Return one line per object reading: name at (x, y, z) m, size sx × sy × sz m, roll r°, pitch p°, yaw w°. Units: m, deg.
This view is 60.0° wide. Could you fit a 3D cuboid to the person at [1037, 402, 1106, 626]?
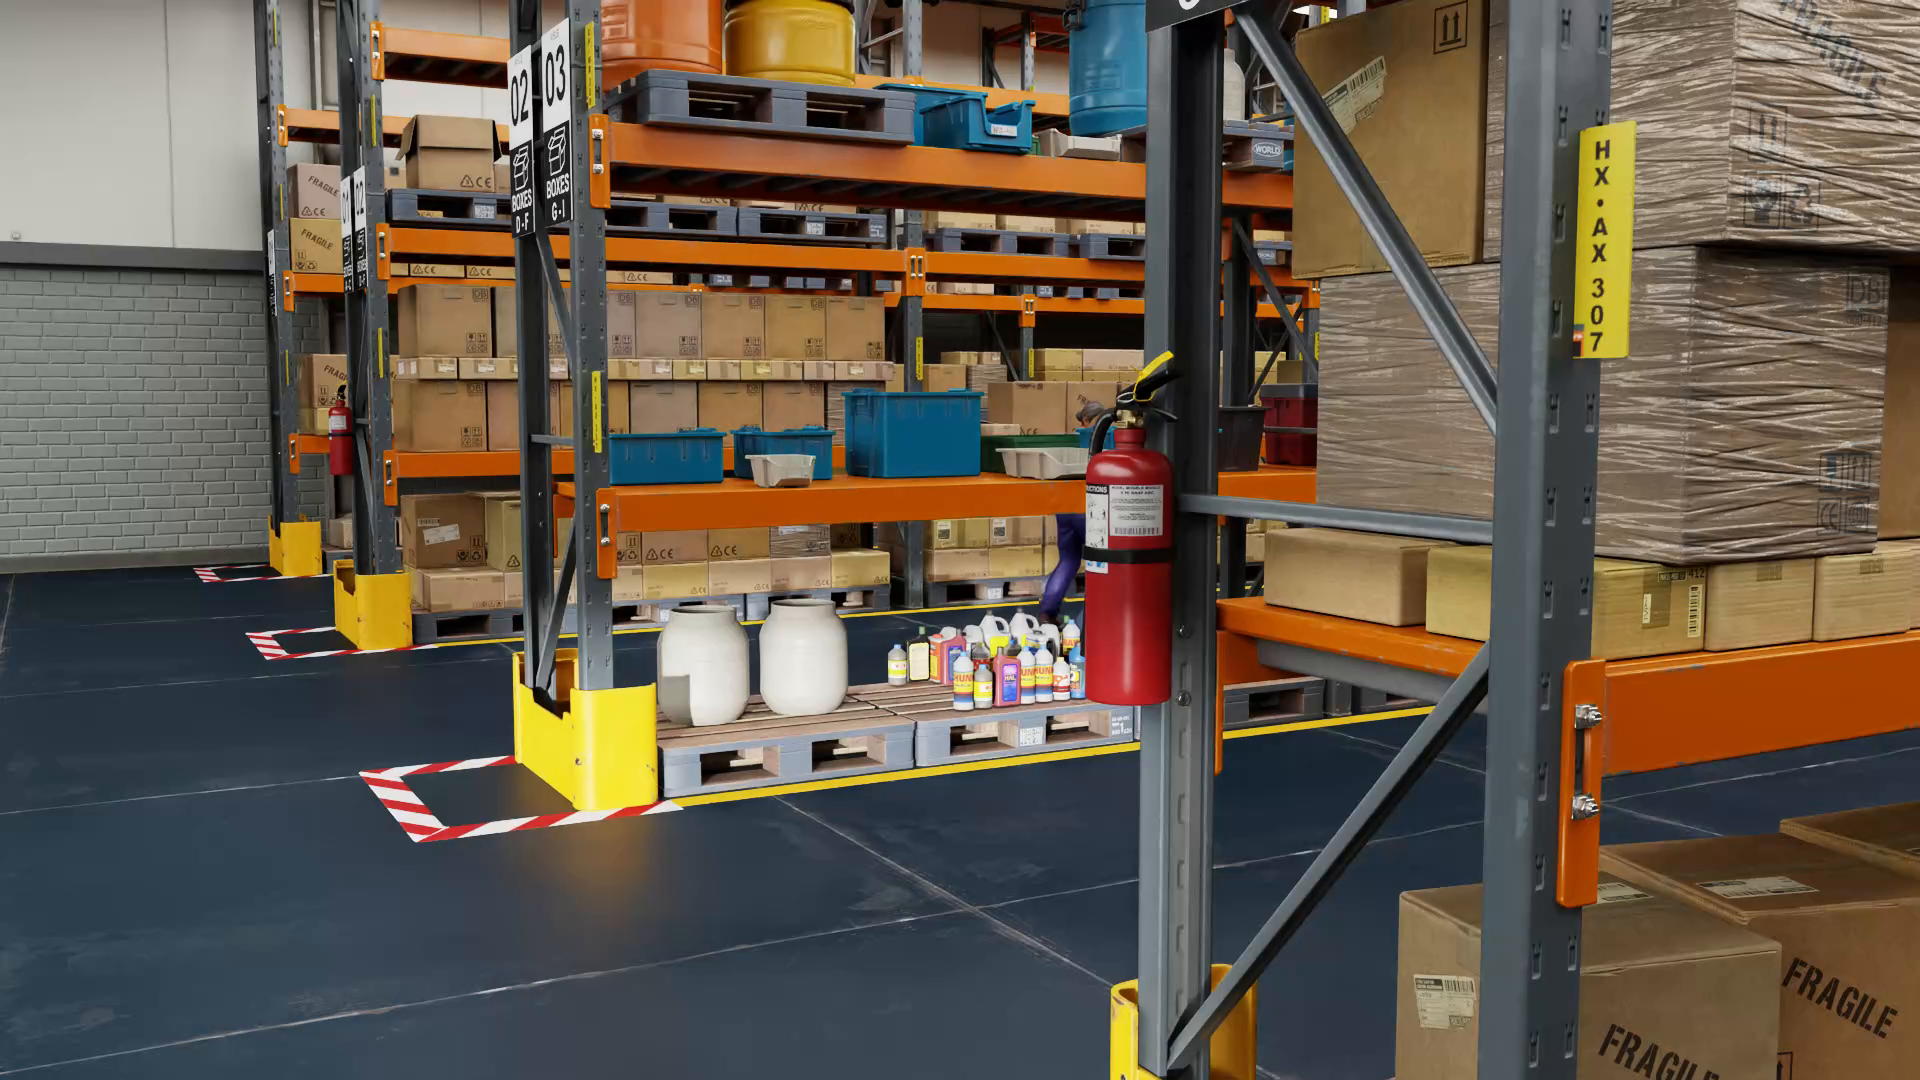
person at (0.908, -0.160, 11.737) m, size 0.740 × 1.630 × 0.509 m, roll -4°, pitch 6°, yaw -35°
